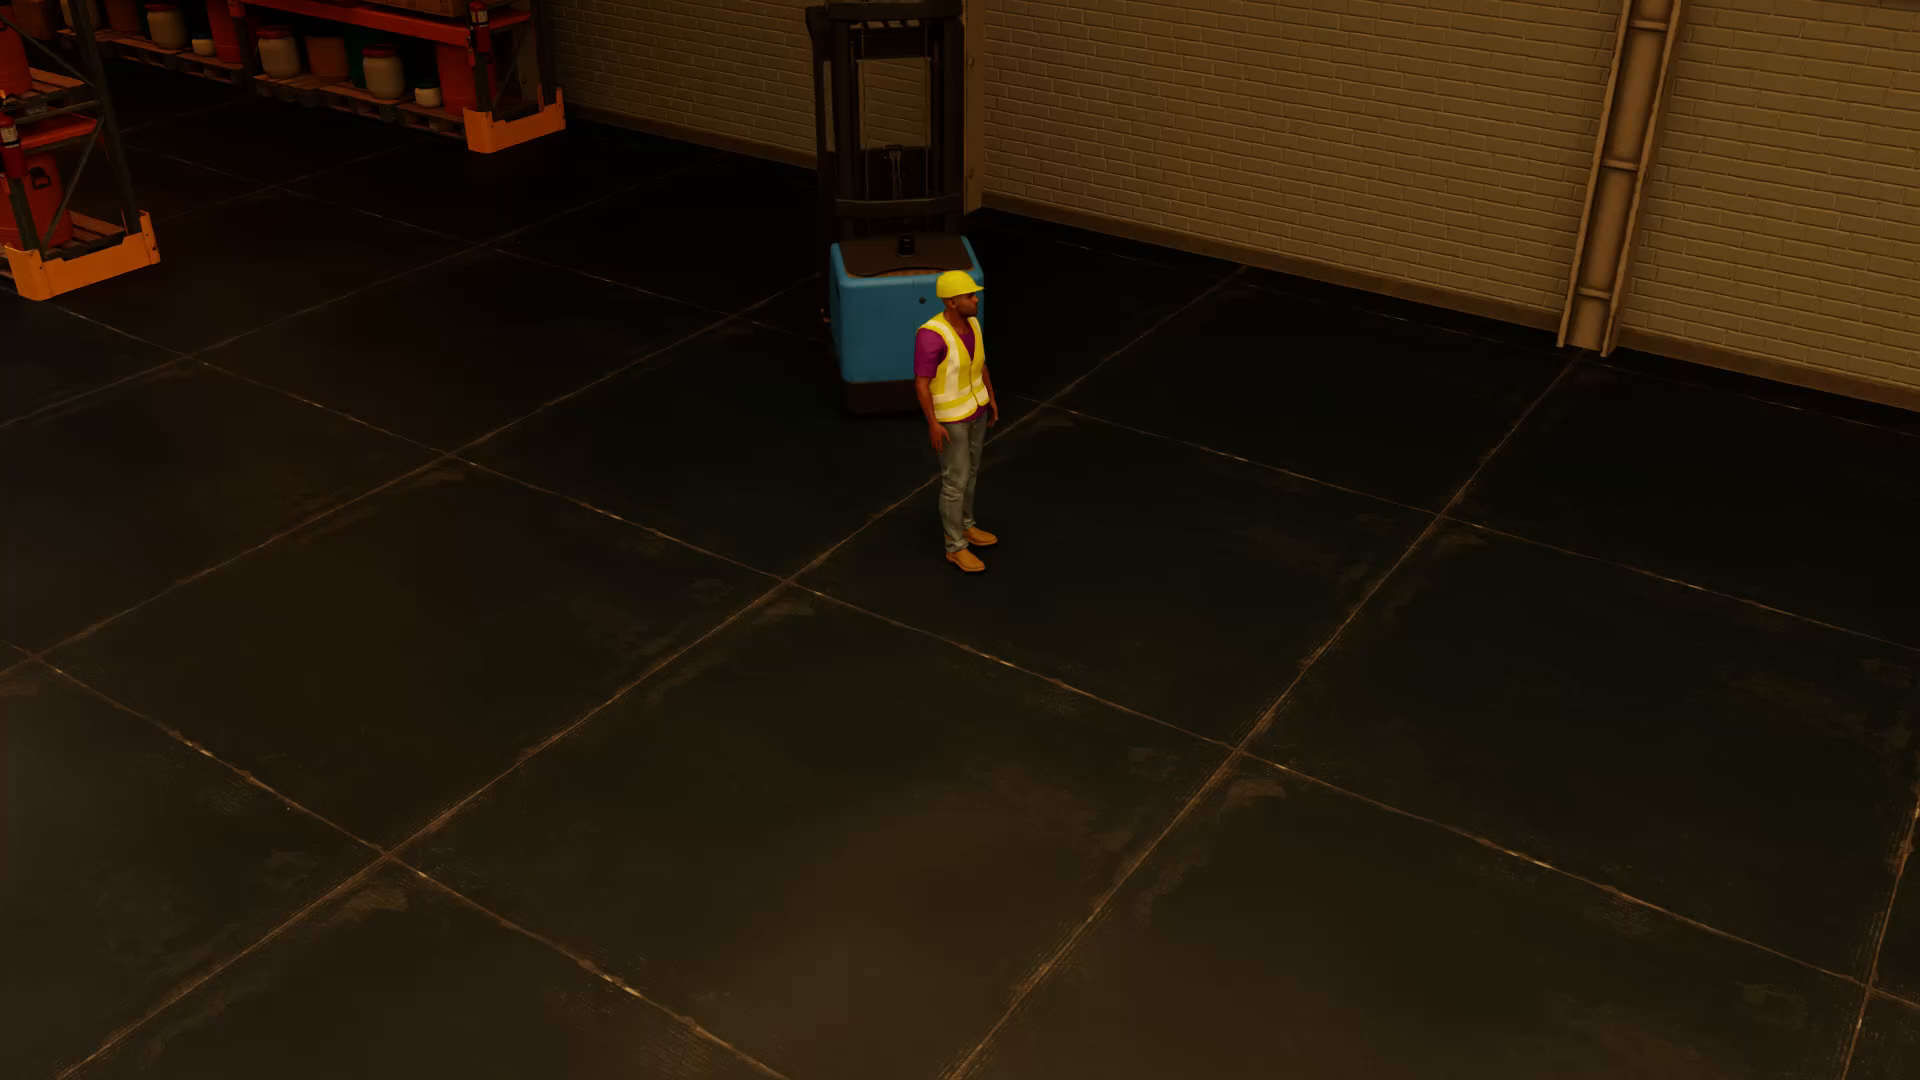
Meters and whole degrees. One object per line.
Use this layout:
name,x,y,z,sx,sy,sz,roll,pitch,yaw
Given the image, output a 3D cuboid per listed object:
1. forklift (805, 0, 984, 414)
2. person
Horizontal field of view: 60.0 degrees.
forklift,-0.549,-2.892,12.562,1.130,2.935,3.031,-4,30,-8
person,0.054,-0.748,10.015,0.577,1.765,0.665,19,35,29
